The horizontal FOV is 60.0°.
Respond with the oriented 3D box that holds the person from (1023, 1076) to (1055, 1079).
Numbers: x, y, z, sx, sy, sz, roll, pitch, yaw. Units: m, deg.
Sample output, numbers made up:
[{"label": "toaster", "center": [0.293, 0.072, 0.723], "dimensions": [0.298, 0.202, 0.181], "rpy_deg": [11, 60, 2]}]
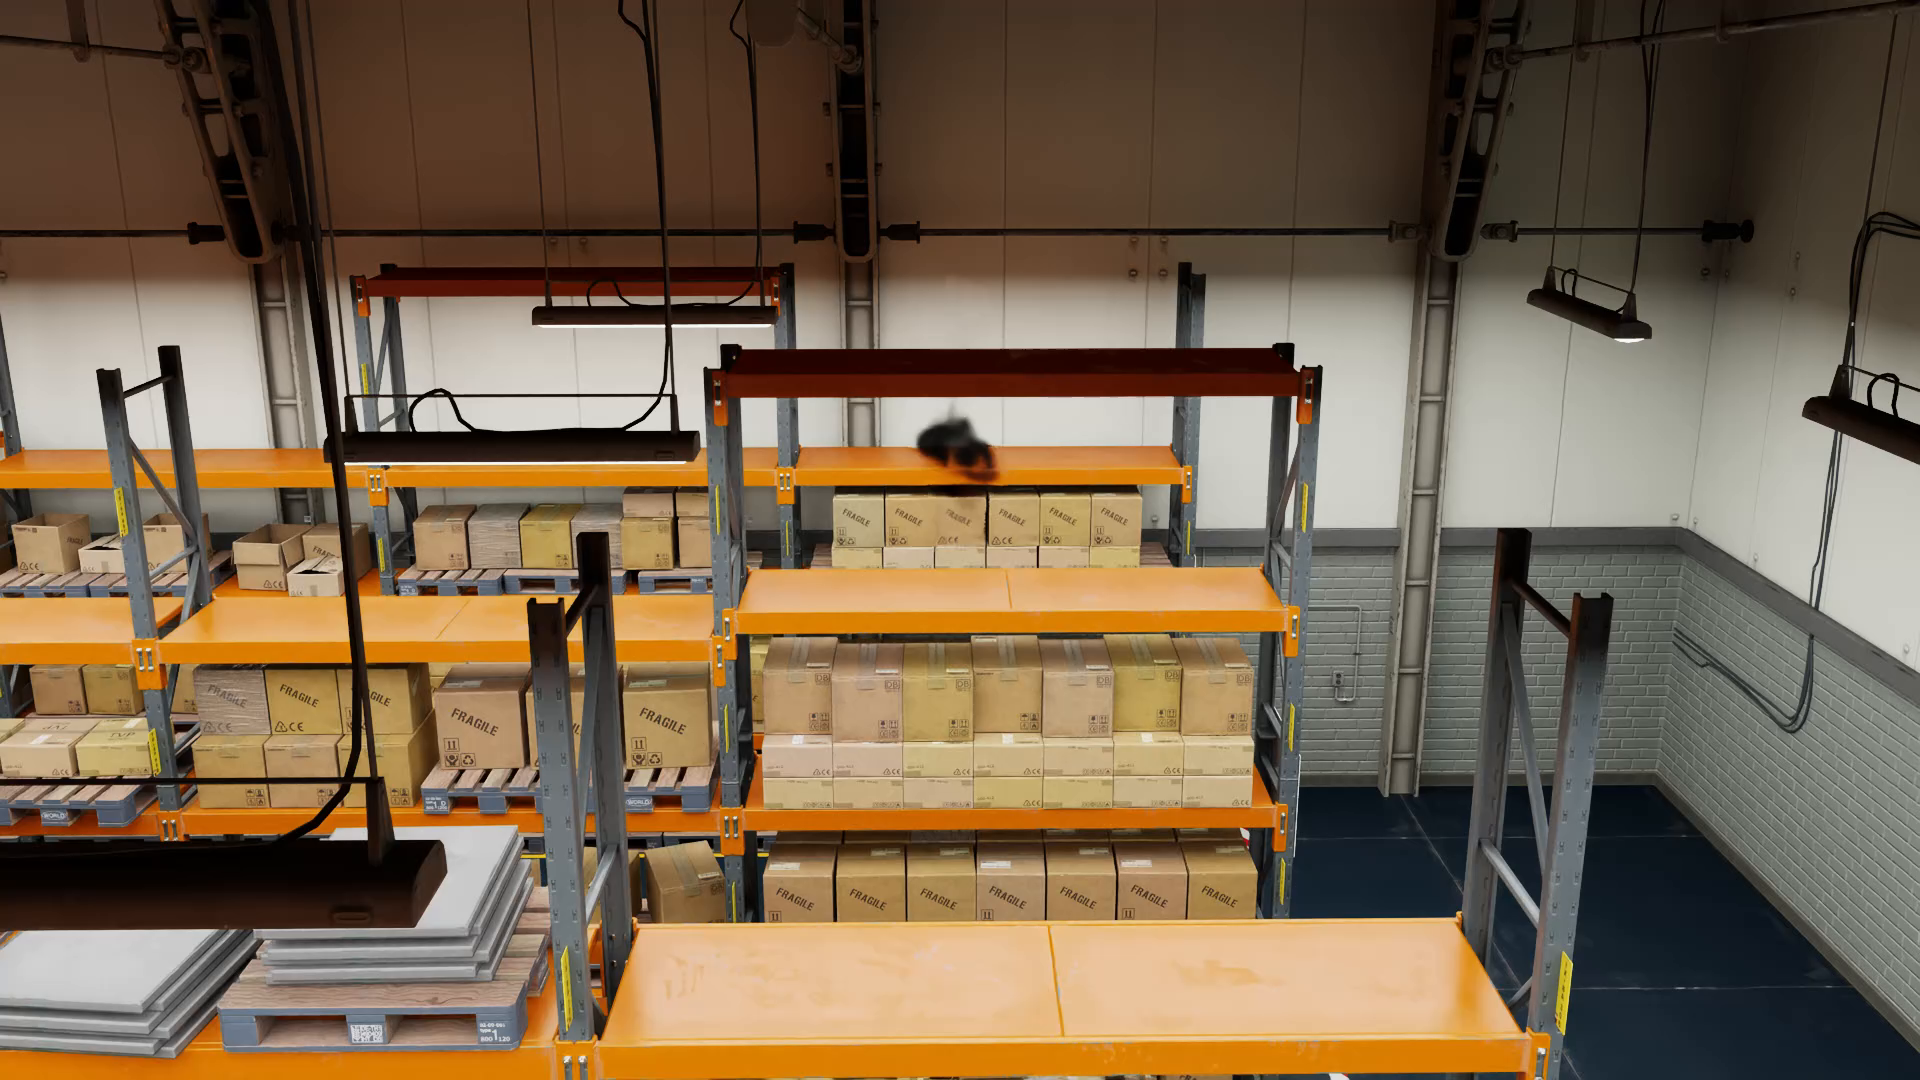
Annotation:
[{"label": "person", "center": [0.561, 4.244, 11.074], "dimensions": [0.652, 1.685, 0.584], "rpy_deg": [-5, 17, -17]}]
